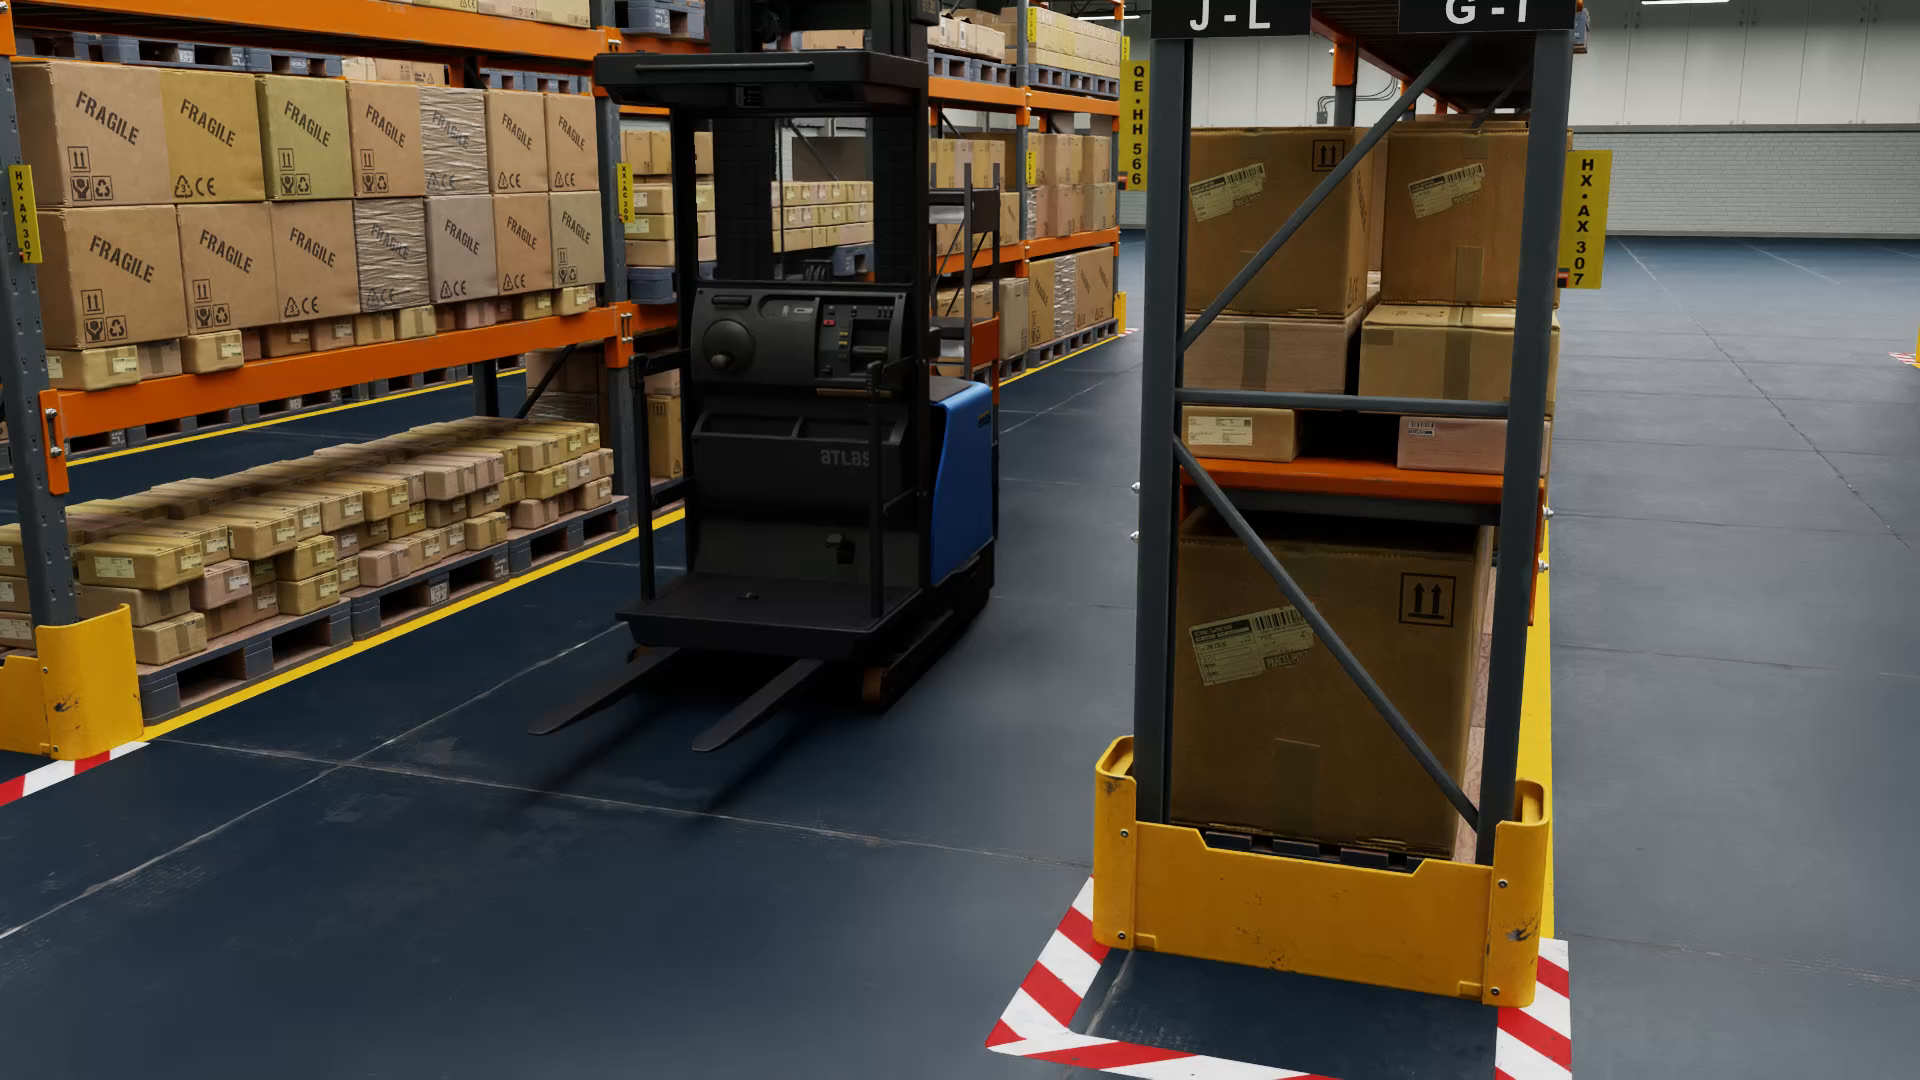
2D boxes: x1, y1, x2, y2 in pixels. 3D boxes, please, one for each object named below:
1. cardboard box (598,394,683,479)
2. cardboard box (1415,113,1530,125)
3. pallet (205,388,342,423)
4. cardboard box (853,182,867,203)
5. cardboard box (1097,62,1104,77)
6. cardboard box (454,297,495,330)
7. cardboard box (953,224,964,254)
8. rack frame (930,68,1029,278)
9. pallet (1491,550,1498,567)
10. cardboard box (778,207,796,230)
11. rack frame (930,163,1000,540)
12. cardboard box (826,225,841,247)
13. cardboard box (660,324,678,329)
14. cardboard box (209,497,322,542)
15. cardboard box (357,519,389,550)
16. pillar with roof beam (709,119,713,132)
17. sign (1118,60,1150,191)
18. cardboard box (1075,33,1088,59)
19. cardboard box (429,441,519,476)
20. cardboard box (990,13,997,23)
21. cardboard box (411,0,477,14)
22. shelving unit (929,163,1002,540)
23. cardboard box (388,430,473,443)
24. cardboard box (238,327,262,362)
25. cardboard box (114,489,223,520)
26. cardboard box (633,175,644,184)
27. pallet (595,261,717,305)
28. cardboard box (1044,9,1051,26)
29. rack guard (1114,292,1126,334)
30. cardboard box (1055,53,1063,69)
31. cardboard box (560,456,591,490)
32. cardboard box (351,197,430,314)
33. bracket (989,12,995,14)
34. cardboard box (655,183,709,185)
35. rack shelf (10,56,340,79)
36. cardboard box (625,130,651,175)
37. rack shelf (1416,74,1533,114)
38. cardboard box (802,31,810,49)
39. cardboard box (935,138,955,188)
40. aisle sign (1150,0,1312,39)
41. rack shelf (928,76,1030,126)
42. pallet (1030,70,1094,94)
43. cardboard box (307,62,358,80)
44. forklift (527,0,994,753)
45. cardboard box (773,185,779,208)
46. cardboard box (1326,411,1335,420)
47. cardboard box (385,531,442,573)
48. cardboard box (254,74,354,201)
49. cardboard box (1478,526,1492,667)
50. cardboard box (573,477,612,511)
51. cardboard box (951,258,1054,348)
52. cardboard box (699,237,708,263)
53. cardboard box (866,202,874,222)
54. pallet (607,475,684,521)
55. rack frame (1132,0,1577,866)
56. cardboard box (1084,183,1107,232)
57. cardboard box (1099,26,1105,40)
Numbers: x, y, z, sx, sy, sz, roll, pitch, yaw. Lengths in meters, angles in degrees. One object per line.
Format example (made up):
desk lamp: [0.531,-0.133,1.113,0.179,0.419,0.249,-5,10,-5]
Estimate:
cardboard box: [-1.908,-0.688,10.437,0.500,0.500,0.500,5,14,21]
cardboard box: [4.462,-3.212,14.527,1.000,1.000,1.000,4,14,19]
pallet: [-6.146,-1.223,14.372,1.003,0.211,1.213,4,14,18]
cardboard box: [-0.912,-2.591,12.385,0.380,0.149,0.250,4,14,18]
cardboard box: [1.451,-5.431,19.197,0.380,0.149,0.250,4,14,19]
cardboard box: [-2.558,-1.140,8.308,0.380,0.149,0.250,4,13,16]
cardboard box: [-0.214,-2.850,15.009,0.500,0.500,0.500,4,14,18]
rack frame: [0.191,-3.250,16.987,1.000,3.000,0.127,4,14,18]
pallet: [2.441,0.004,8.995,1.003,0.211,1.213,4,14,18]
cardboard box: [-1.331,-2.172,11.217,0.380,0.149,0.250,4,13,17]
rack frame: [0.025,-1.040,9.327,0.400,2.100,0.015,4,14,18]
cardboard box: [-1.077,-2.195,11.984,0.380,0.149,0.250,4,14,18]
cardboard box: [-1.892,-1.422,11.965,0.500,0.250,0.500,4,14,19]
cardboard box: [-3.021,-0.083,7.237,0.380,0.149,0.250,4,13,16]
cardboard box: [-2.912,-0.056,7.786,0.380,0.149,0.250,5,14,21]
pillar with roof beam: [-1.051,-9.844,32.394,9.100,9.000,0.400,4,14,18]
sign: [0.460,-1.067,4.288,0.100,0.325,0.005,4,14,18]
cardboard box: [1.101,-5.440,18.341,0.500,0.250,0.500,4,14,19]
cardboard box: [-2.543,-0.418,8.706,0.380,0.149,0.250,5,14,20]
cardboard box: [0.171,-5.438,17.437,0.380,0.149,0.250,4,14,18]
cardboard box: [-2.637,-2.621,7.827,0.500,0.250,0.500,4,14,18]
shelving unit: [-0.054,-0.989,9.102,0.431,2.100,0.503,4,14,18]
cardboard box: [-2.886,-0.503,9.075,0.380,0.149,0.250,4,14,18]
cardboard box: [-3.142,-0.820,6.902,0.380,0.149,0.250,5,14,21]
cardboard box: [-3.517,-0.121,7.401,0.380,0.149,0.250,4,13,16]
cardboard box: [-3.979,-3.959,19.200,0.500,0.500,0.500,4,14,18]
pallet: [-2.013,-1.623,10.288,1.003,0.211,1.213,4,14,18]
cardboard box: [0.712,-5.338,16.999,0.380,0.149,0.250,4,14,18]
rack guard: [1.493,-2.879,20.977,1.175,0.500,0.348,4,14,18]
cardboard box: [0.875,-5.056,17.552,0.380,0.149,0.250,4,13,18]
cardboard box: [-2.275,-0.379,9.200,0.380,0.149,0.250,4,13,16]
cardboard box: [-2.807,-1.317,7.622,0.500,0.500,0.500,4,13,17]
bracket: [0.901,-15.586,49.461,0.235,0.232,0.430,4,14,18]
cardboard box: [-1.944,-2.368,11.405,0.380,0.149,0.250,4,14,18]
rack shelf: [-6.467,-3.434,12.667,1.077,0.370,4.000,4,14,18]
cardboard box: [-3.992,-4.450,19.102,0.700,0.500,0.500,4,14,19]
rack shelf: [4.204,-3.562,13.231,1.077,0.370,4.000,4,14,18]
cardboard box: [-1.363,-3.569,11.420,0.500,0.500,0.500,4,14,18]
cardboard box: [-0.457,-3.360,14.998,0.700,0.500,0.500,4,14,18]
aisle sign: [0.661,-1.619,3.998,0.394,0.787,0.004,4,14,18]
rack shelf: [-0.456,-3.941,14.888,1.077,0.370,4.000,4,14,18]
pallet: [0.862,-5.097,18.536,1.003,0.211,1.213,4,14,18]
cardboard box: [-5.557,-4.137,14.697,0.380,0.149,0.250,4,14,18]
forklift: [-0.729,-0.832,6.688,1.129,2.867,3.031,4,13,16]
cardboard box: [-1.418,-2.260,10.934,0.380,0.149,0.250,5,14,20]
cardboard box: [1.019,-0.482,5.422,0.380,0.149,0.250,5,14,19]
cardboard box: [-2.732,0.048,8.001,0.380,0.149,0.250,4,14,18]
cardboard box: [-2.949,-1.695,7.033,0.500,0.500,0.500,4,13,17]
cardboard box: [1.682,-0.034,6.725,0.875,0.875,0.875,4,14,18]
cardboard box: [-2.202,-0.274,9.409,0.380,0.149,0.250,5,14,19]
cardboard box: [0.460,-2.546,17.735,0.875,0.875,0.875,5,14,19]
cardboard box: [-1.751,-1.757,10.064,0.380,0.149,0.250,5,14,19]
cardboard box: [-0.833,-2.498,12.646,0.380,0.149,0.250,5,14,20]
pallet: [-2.147,-0.370,10.636,1.003,0.211,1.213,4,14,18]
rack frame: [0.968,-0.345,4.260,1.000,3.000,0.127,4,14,18]
cardboard box: [1.250,-3.967,19.790,0.875,0.550,0.550,4,14,18]
cardboard box: [1.450,-5.818,19.101,0.380,0.149,0.250,5,14,19]
